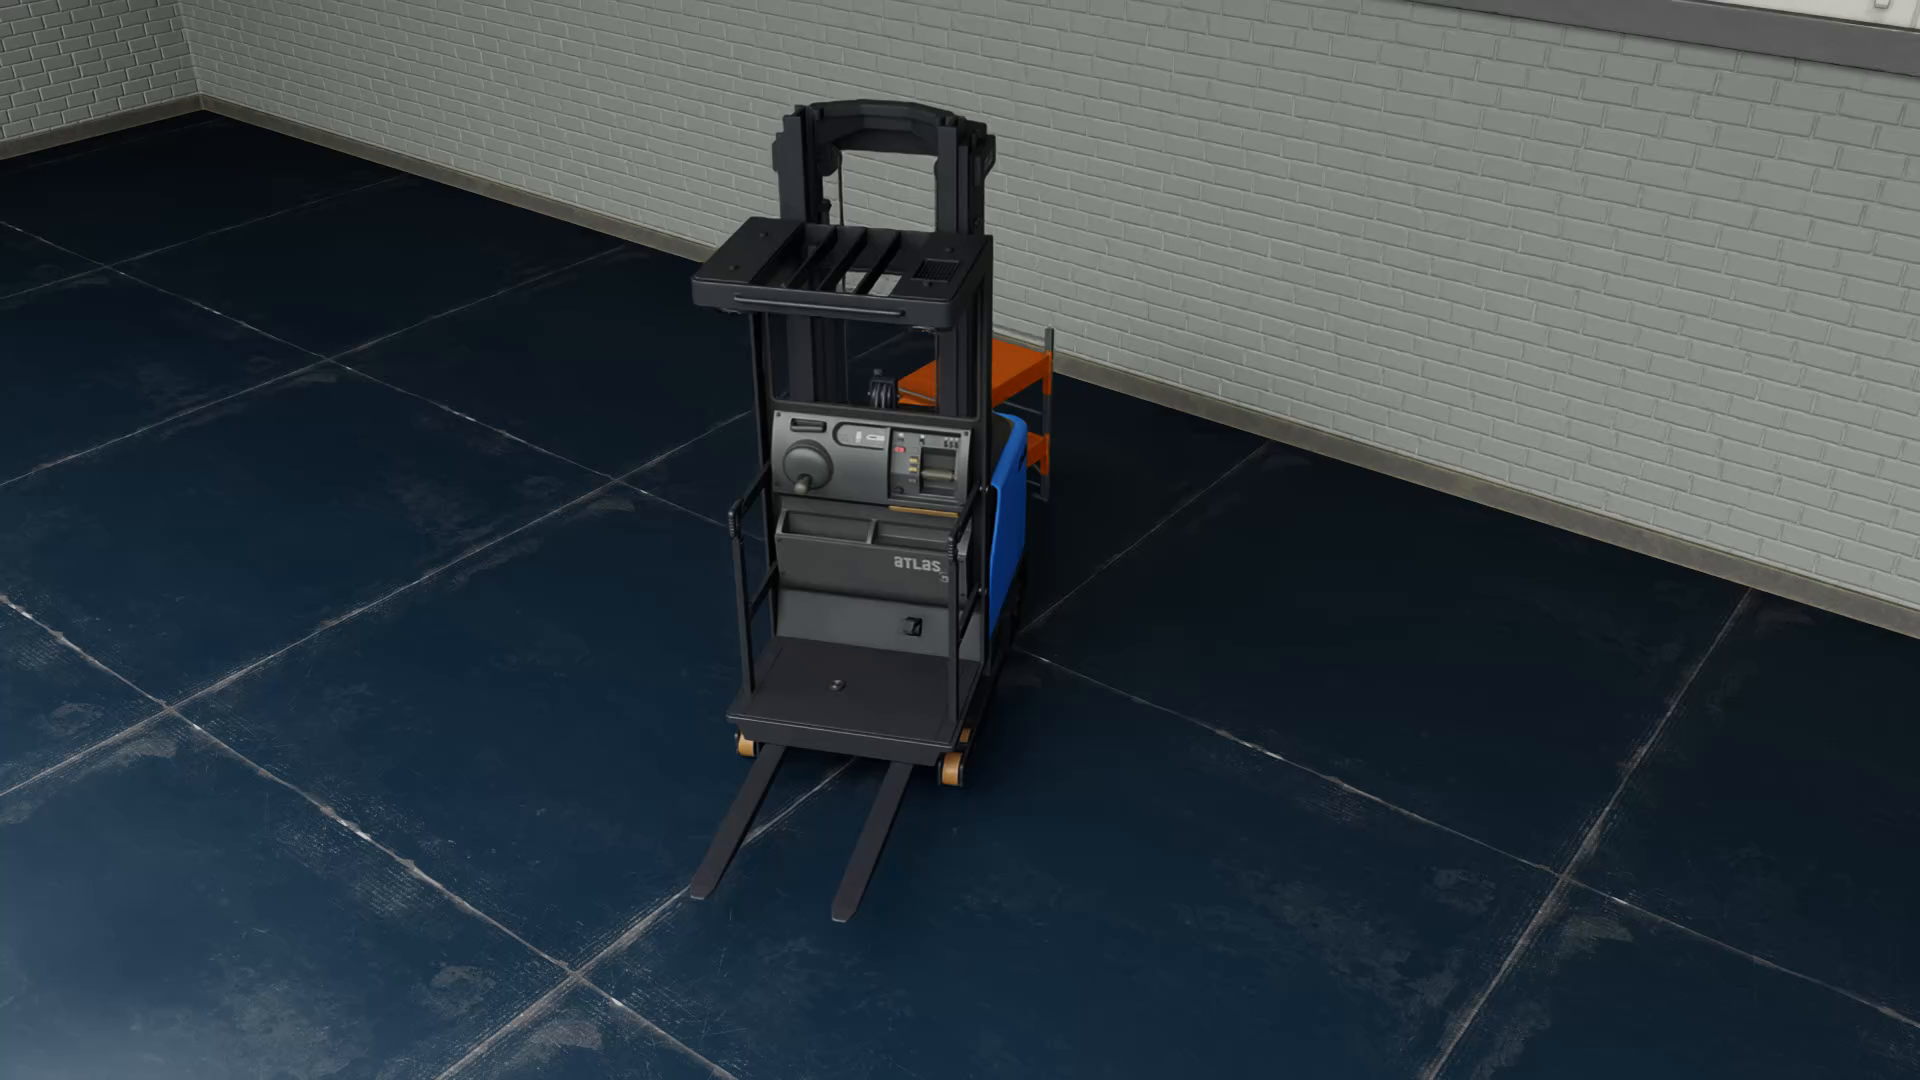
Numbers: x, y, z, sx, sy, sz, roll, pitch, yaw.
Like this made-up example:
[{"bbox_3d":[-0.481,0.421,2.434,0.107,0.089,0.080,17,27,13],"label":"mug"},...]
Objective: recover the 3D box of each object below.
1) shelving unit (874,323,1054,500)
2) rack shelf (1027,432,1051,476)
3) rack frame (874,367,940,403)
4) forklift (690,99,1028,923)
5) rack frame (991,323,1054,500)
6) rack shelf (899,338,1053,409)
[{"bbox_3d":[0.036,-0.598,9.655,0.538,1.125,1.048,20,36,30],"label":"shelving unit"},{"bbox_3d":[0.036,-0.387,9.780,0.538,0.278,1.000,20,36,30],"label":"rack shelf"},{"bbox_3d":[-0.264,-0.388,9.301,0.500,1.125,0.032,20,36,30],"label":"rack frame"},{"bbox_3d":[-0.453,-0.317,7.410,1.130,2.935,3.031,7,31,11],"label":"forklift"},{"bbox_3d":[0.335,-0.807,10.009,0.500,1.125,0.032,20,36,30],"label":"rack frame"},{"bbox_3d":[0.036,-0.849,9.506,0.538,0.278,1.000,20,36,30],"label":"rack shelf"}]
